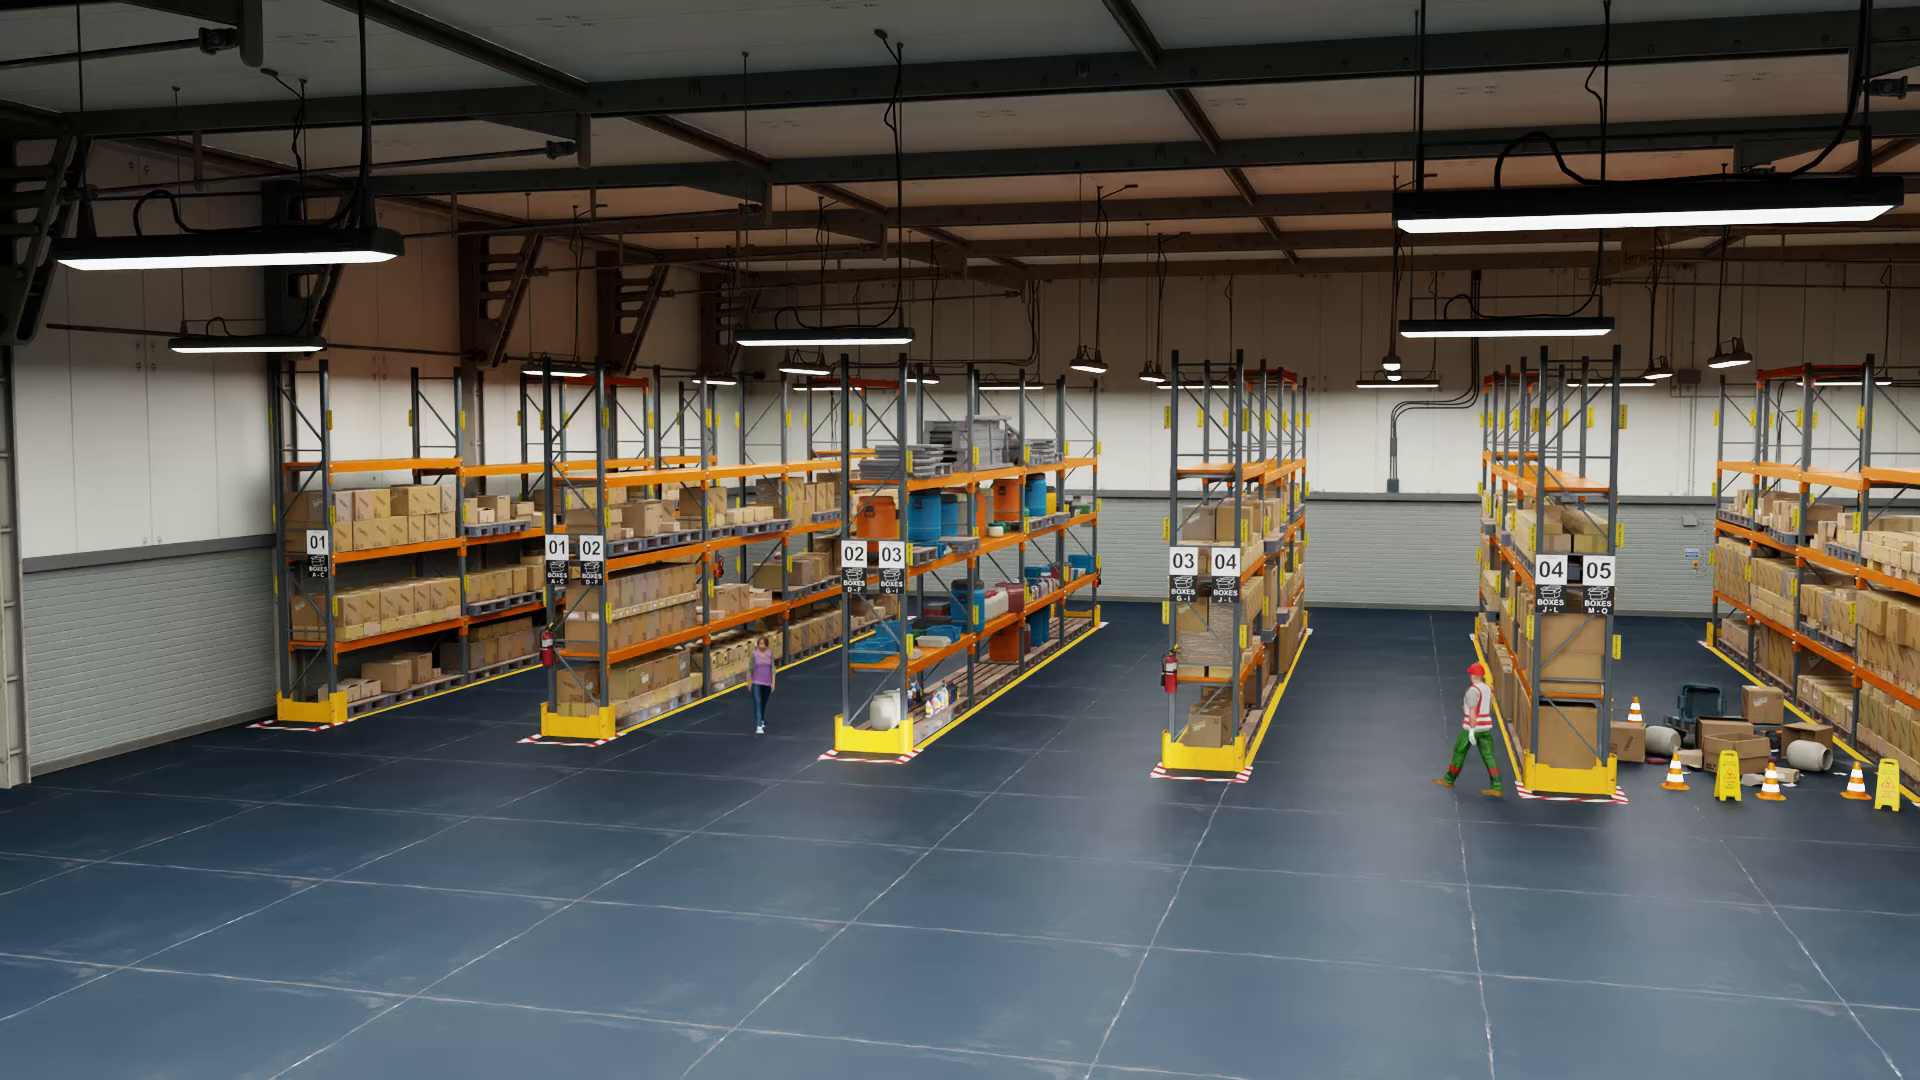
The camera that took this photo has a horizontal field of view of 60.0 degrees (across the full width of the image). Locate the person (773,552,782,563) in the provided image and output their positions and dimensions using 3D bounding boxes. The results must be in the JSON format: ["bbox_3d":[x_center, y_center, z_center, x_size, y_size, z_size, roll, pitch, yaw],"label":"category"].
[{"bbox_3d":[-4.577,1.162,41.467,0.478,1.724,0.567,-2,4,-23],"label":"person"}]

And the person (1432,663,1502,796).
[{"bbox_3d":[6.873,2.505,22.313,0.595,1.722,1.024,-2,5,-27],"label":"person"}]

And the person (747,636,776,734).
[{"bbox_3d":[-3.165,2.353,26.591,0.439,1.425,0.979,-2,4,-23],"label":"person"}]

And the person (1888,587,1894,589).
[{"bbox_3d":[19.329,1.673,34.548,0.450,1.649,0.521,-2,4,-24],"label":"person"}]
